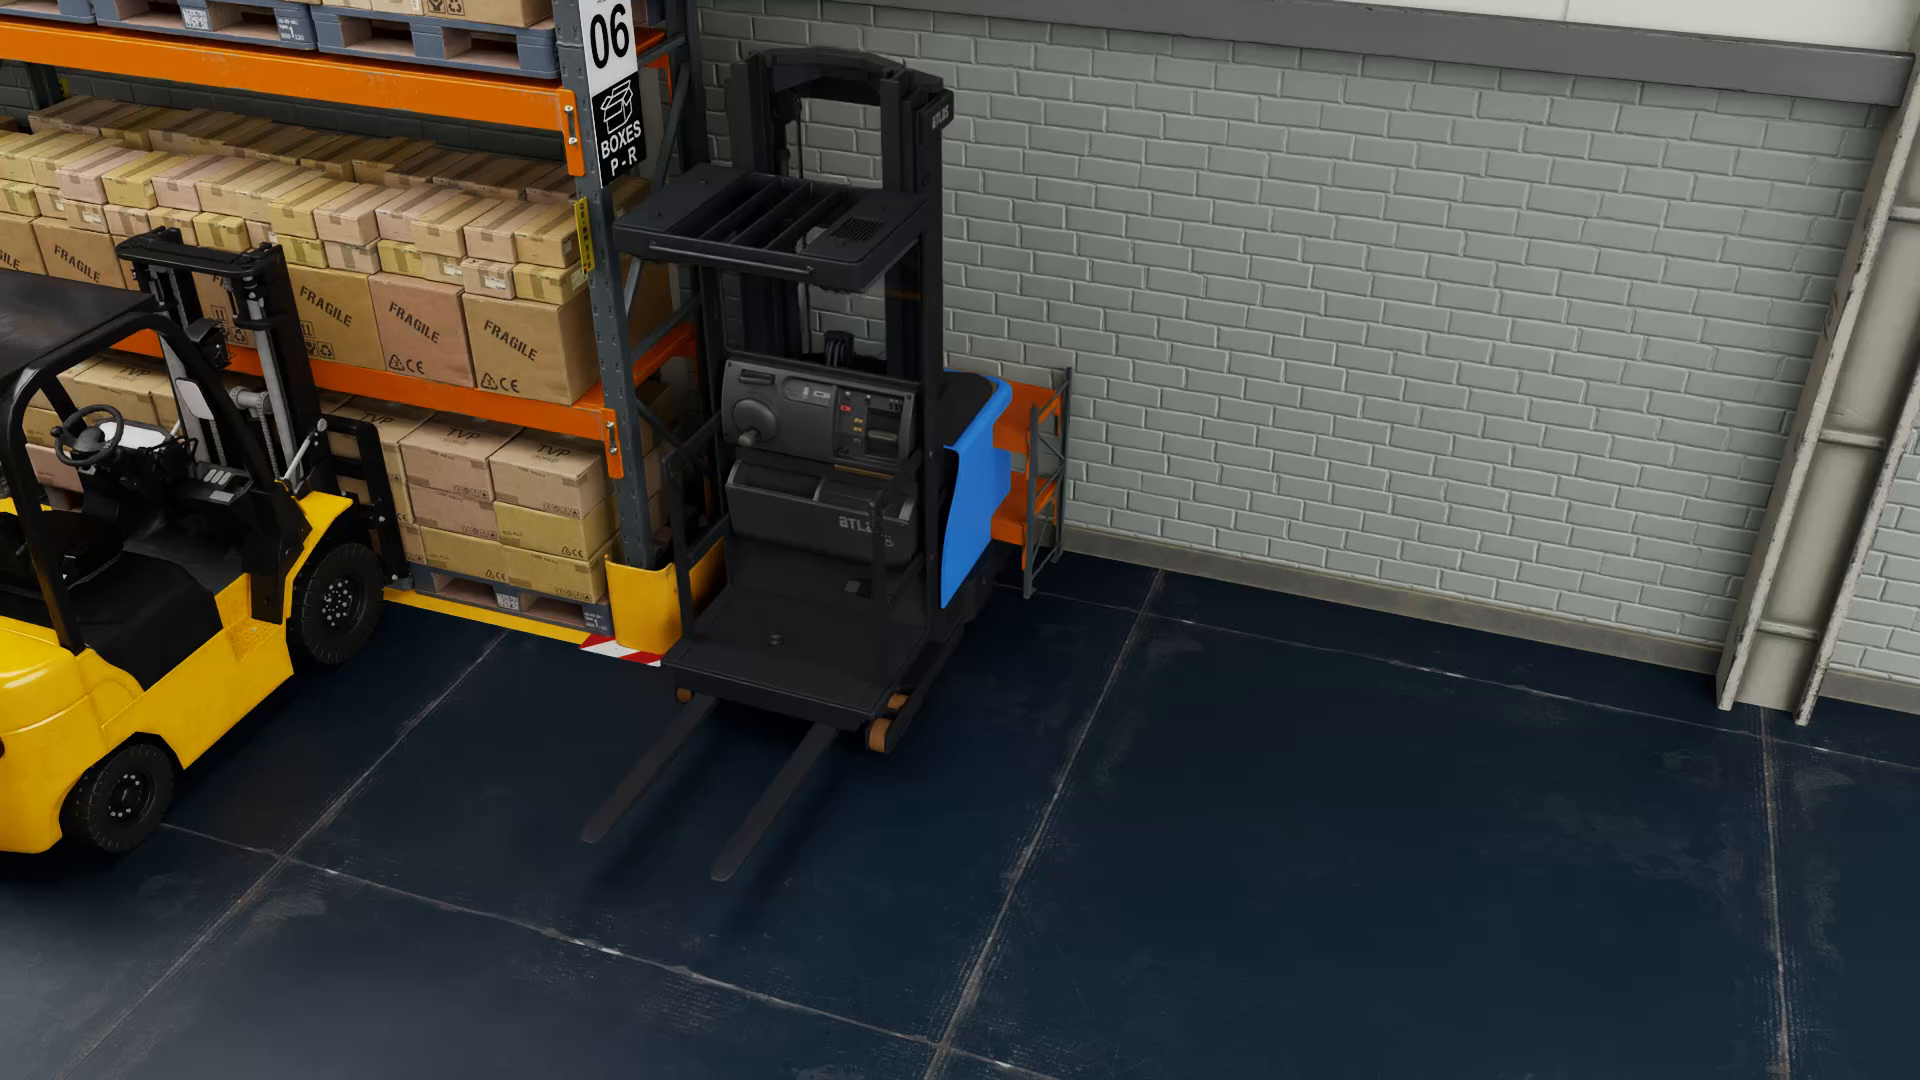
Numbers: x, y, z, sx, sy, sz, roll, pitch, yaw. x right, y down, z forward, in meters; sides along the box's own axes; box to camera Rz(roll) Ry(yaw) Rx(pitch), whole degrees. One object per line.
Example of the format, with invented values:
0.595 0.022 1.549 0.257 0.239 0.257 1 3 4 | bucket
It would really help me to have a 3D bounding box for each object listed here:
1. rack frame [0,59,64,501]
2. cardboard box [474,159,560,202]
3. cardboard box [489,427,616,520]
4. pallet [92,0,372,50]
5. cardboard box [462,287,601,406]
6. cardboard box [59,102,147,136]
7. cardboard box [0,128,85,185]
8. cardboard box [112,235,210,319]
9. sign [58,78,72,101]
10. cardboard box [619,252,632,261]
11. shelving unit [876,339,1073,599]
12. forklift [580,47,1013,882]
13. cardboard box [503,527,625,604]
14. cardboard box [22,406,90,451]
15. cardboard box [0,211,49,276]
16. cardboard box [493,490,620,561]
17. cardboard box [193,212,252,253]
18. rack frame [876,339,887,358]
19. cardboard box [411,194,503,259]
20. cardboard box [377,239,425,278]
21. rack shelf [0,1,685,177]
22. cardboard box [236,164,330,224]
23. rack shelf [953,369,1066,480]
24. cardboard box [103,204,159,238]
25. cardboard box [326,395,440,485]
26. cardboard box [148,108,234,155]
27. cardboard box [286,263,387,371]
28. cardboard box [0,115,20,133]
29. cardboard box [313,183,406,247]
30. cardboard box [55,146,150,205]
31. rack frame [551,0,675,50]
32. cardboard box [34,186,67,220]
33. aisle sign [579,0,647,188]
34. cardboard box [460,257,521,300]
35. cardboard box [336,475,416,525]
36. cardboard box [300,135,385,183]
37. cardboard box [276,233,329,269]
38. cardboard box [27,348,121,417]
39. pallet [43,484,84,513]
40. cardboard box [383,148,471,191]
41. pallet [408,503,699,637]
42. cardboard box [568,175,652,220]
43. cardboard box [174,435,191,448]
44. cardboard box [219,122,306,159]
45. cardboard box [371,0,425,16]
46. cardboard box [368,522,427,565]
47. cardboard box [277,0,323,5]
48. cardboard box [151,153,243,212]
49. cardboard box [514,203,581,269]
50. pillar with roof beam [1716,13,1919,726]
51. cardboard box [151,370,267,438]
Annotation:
-5.194 -1.738 9.145 0.127 3.000 1.000 11 34 16 | rack frame
-2.161 -1.723 8.156 0.250 0.149 0.380 12 35 17 | cardboard box
-1.967 -0.373 8.256 0.500 0.250 0.500 12 35 18 | cardboard box
-3.237 -2.594 7.787 1.213 0.211 1.003 11 34 16 | pallet
-1.980 -1.004 7.916 0.500 0.500 0.500 10 34 15 | cardboard box
-4.569 -2.207 8.906 0.250 0.149 0.380 10 34 15 | cardboard box
-4.711 -1.975 8.548 0.250 0.149 0.380 12 35 17 | cardboard box
-3.891 -1.387 8.509 0.500 0.500 0.500 11 34 16 | cardboard box
-5.008 -2.419 9.328 0.005 0.325 0.100 11 34 16 | sign
-1.660 -1.515 8.110 0.250 0.149 0.380 10 34 15 | cardboard box
-0.010 -0.406 8.788 1.048 1.125 0.538 14 34 20 | shelving unit
-0.718 -0.503 7.294 1.130 2.935 3.031 12 35 18 | forklift
-1.977 0.048 8.527 0.500 0.250 0.500 11 35 17 | cardboard box
-4.843 -0.724 9.260 0.500 0.250 0.500 11 34 16 | cardboard box
-4.864 -1.566 8.786 0.500 0.500 0.500 10 34 15 | cardboard box
-1.992 -0.167 8.398 0.500 0.250 0.500 11 34 16 | cardboard box
-3.534 -1.567 8.190 0.250 0.149 0.380 10 34 15 | cardboard box
-0.474 -0.521 8.962 0.032 1.125 0.500 14 34 20 | rack frame
-2.335 -1.467 7.761 0.250 0.149 0.380 12 35 18 | cardboard box
-2.553 -1.403 7.935 0.250 0.149 0.380 11 34 16 | cardboard box
-3.311 -2.330 7.960 4.000 0.370 1.077 11 34 16 | rack shelf
-3.282 -1.681 8.093 0.250 0.149 0.380 12 35 17 | cardboard box
-0.006 -0.654 8.633 1.000 0.278 0.538 14 34 20 | rack shelf
-4.030 -1.648 8.316 0.250 0.149 0.380 11 34 16 | cardboard box
-2.928 -0.550 8.531 0.500 0.250 0.500 11 35 17 | cardboard box
-4.059 -2.151 8.820 0.250 0.149 0.380 10 34 16 | cardboard box
-2.948 -1.198 8.215 0.500 0.500 0.500 10 34 16 | cardboard box
-5.452 -2.227 9.211 0.250 0.149 0.380 10 34 15 | cardboard box
-2.827 -1.542 7.876 0.250 0.149 0.380 12 35 18 | cardboard box
-4.266 -1.825 8.314 0.250 0.149 0.380 12 35 18 | cardboard box
-1.428 -3.527 6.384 0.127 3.000 1.000 11 34 16 | rack frame
-4.483 -1.780 8.520 0.250 0.149 0.380 11 34 16 | cardboard box
-1.465 -1.937 7.055 0.004 0.787 0.394 11 34 16 | aisle sign
-2.100 -1.273 7.734 0.250 0.149 0.380 12 35 17 | cardboard box
-2.954 -0.348 8.679 0.500 0.250 0.500 10 34 15 | cardboard box
-3.119 -1.914 8.453 0.250 0.149 0.380 11 34 17 | cardboard box
-3.065 -1.464 8.029 0.250 0.149 0.380 11 35 17 | cardboard box
-4.844 -0.931 9.120 0.500 0.250 0.500 10 34 16 | cardboard box
-4.459 -0.400 9.643 1.213 0.211 1.003 11 34 16 | pallet
-2.645 -1.811 8.293 0.250 0.149 0.380 12 35 18 | cardboard box
-2.162 0.046 8.951 1.213 0.211 1.003 11 34 16 | pallet
-1.672 -1.616 7.992 0.250 0.149 0.380 10 34 16 | cardboard box
-3.898 -0.534 8.967 0.500 0.250 0.500 11 34 16 | cardboard box
-3.597 -2.023 8.621 0.250 0.149 0.380 11 34 16 | cardboard box
-2.311 -2.376 7.119 0.250 0.149 0.380 10 34 15 | cardboard box
-2.910 -0.144 8.824 0.500 0.250 0.500 11 35 17 | cardboard box
-2.858 -2.722 7.332 0.500 0.500 0.700 11 35 17 | cardboard box
-3.754 -1.773 8.234 0.250 0.149 0.380 11 34 16 | cardboard box
-1.837 -1.404 7.662 0.250 0.149 0.380 11 34 17 | cardboard box
2.416 -0.818 2.189 0.400 9.000 9.100 11 34 16 | pillar with roof beam
-3.894 -0.747 8.836 0.500 0.250 0.500 12 35 18 | cardboard box
